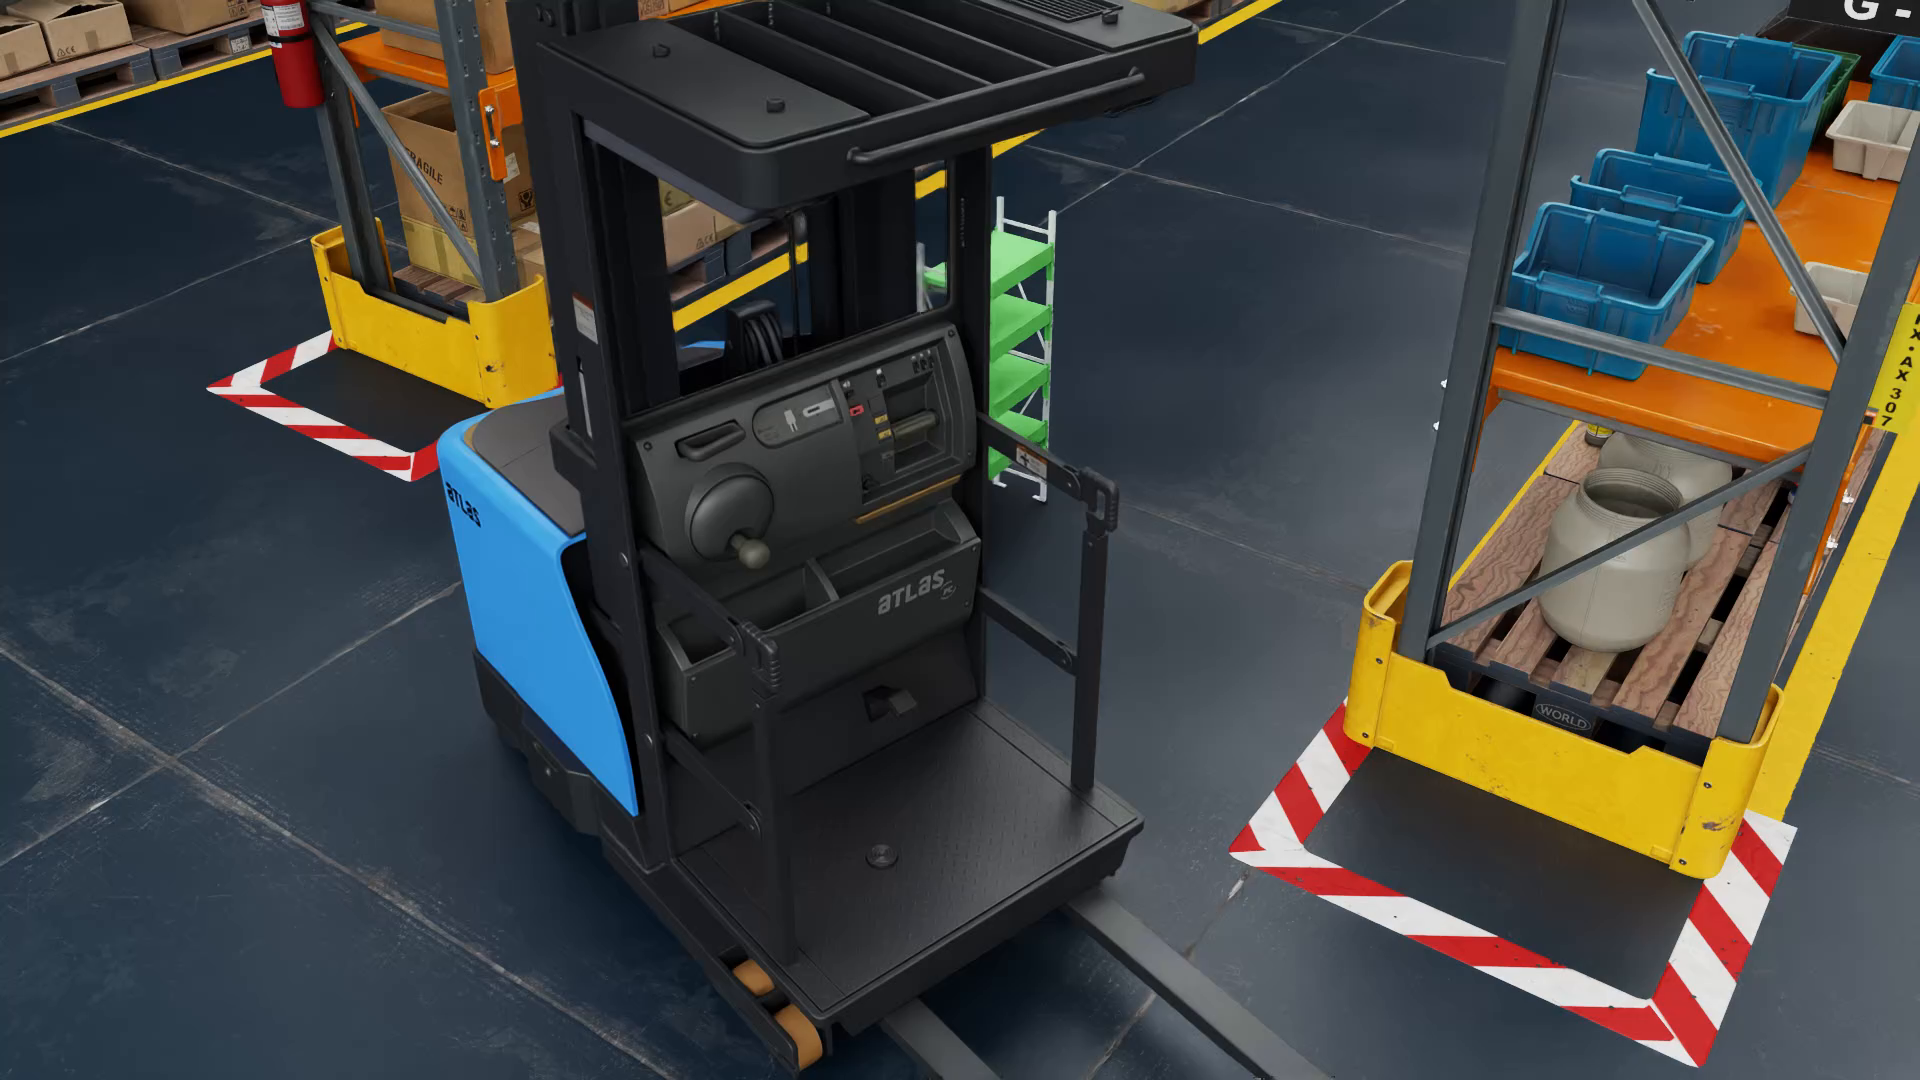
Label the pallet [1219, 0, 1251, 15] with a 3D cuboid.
[{"bbox_3d":[1.772,-4.209,12.285,1.003,0.211,1.213,21,39,28],"label":"pallet"}]

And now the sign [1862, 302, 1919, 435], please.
[{"bbox_3d":[2.229,-0.402,3.919,0.100,0.325,0.005,21,39,28],"label":"sign"}]

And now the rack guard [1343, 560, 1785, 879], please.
[{"bbox_3d":[1.784,0.521,5.034,1.175,0.500,0.348,21,39,28],"label":"rack guard"}]

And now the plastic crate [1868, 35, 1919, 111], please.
[{"bbox_3d":[3.652,-1.648,6.142,0.499,0.251,0.616,21,39,28],"label":"plastic crate"}]

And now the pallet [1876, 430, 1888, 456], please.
[{"bbox_3d":[3.643,-0.855,7.325,1.003,0.211,1.213,21,39,28],"label":"pallet"}]

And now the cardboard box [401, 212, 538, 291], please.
[{"bbox_3d":[-2.225,-1.425,7.759,0.500,0.250,0.500,21,39,28],"label":"cardboard box"}]

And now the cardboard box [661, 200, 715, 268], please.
[{"bbox_3d":[-1.517,-1.491,7.856,0.500,0.250,0.500,21,39,28],"label":"cardboard box"}]

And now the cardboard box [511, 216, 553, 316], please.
[{"bbox_3d":[-1.799,-1.259,7.514,0.500,0.250,0.500,21,39,28],"label":"cardboard box"}]

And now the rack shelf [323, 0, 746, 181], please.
[{"bbox_3d":[-1.147,-2.671,8.164,1.077,0.370,4.000,21,39,28],"label":"rack shelf"}]

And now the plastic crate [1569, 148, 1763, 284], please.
[{"bbox_3d":[2.194,-1.026,5.222,0.499,0.251,0.408,21,39,28],"label":"plastic crate"}]

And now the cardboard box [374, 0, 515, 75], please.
[{"bbox_3d":[-2.011,-2.301,6.885,0.700,0.500,0.500,21,39,28],"label":"cardboard box"}]

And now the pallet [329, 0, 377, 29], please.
[{"bbox_3d":[-4.433,-3.994,11.968,1.003,0.211,1.213,21,39,28],"label":"pallet"}]

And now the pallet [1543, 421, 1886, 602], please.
[{"bbox_3d":[2.948,-0.291,6.492,1.003,0.211,1.213,21,39,28],"label":"pallet"}]

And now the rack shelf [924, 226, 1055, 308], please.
[{"bbox_3d":[0.094,-0.918,5.793,0.258,0.148,0.480,21,39,28],"label":"rack shelf"}]

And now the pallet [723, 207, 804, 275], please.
[{"bbox_3d":[-1.190,-1.818,8.750,1.003,0.211,1.213,21,39,28],"label":"pallet"}]

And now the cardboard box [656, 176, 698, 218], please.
[{"bbox_3d":[-1.516,-1.801,7.645,0.500,0.500,0.500,21,39,28],"label":"cardboard box"}]

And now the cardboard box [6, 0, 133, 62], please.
[{"bbox_3d":[-5.566,-3.250,10.385,0.500,0.311,0.500,25,41,32],"label":"cardboard box"}]

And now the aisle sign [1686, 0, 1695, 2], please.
[{"bbox_3d":[1.494,-1.603,3.623,0.394,0.787,0.004,21,39,28],"label":"aisle sign"}]

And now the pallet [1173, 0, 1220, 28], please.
[{"bbox_3d":[1.076,-3.650,11.458,1.003,0.211,1.213,21,39,28],"label":"pallet"}]

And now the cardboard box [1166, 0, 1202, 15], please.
[{"bbox_3d":[1.303,-3.739,11.181,0.500,0.250,0.500,22,40,29],"label":"cardboard box"}]

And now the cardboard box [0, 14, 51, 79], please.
[{"bbox_3d":[-5.891,-2.987,9.997,0.500,0.311,0.500,17,37,23],"label":"cardboard box"}]

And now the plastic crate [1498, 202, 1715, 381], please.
[{"bbox_3d":[1.819,-0.729,4.783,0.499,0.251,0.616,21,39,28],"label":"plastic crate"}]

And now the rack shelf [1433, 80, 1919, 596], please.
[{"bbox_3d":[2.920,-1.087,5.822,1.077,0.370,4.000,21,39,28],"label":"rack shelf"}]

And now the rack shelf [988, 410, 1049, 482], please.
[{"bbox_3d":[0.094,-0.321,6.197,0.258,0.148,0.480,21,39,28],"label":"rack shelf"}]

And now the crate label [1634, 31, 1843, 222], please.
[{"bbox_3d":[2.607,-1.413,5.630,0.502,0.435,0.616,21,39,28],"label":"crate label"}]

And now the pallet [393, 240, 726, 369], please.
[{"bbox_3d":[-1.886,-1.259,7.923,1.003,0.211,1.213,21,39,28],"label":"pallet"}]

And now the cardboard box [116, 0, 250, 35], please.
[{"bbox_3d":[-5.107,-3.650,10.808,0.700,0.500,0.500,19,38,25],"label":"cardboard box"}]

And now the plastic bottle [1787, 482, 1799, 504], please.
[{"bbox_3d":[3.069,-0.252,5.987,0.097,0.271,0.097,0,34,0],"label":"plastic bottle"}]

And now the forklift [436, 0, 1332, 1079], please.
[{"bbox_3d":[-0.213,-0.179,3.898,1.130,2.935,3.031,-25,41,-32],"label":"forklift"}]

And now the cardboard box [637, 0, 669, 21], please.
[{"bbox_3d":[-1.716,-2.544,7.245,0.700,0.500,0.500,22,40,29],"label":"cardboard box"}]

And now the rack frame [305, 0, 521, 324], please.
[{"bbox_3d":[-2.288,-2.049,6.602,1.000,3.000,0.127,21,39,28],"label":"rack frame"}]

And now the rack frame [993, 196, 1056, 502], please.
[{"bbox_3d":[0.234,-0.685,6.193,0.240,1.200,0.015,21,39,28],"label":"rack frame"}]

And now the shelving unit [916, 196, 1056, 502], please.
[{"bbox_3d":[0.094,-0.573,6.027,0.258,1.200,0.503,21,39,28],"label":"shelving unit"}]

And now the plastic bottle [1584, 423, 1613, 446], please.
[{"bbox_3d":[2.466,-0.473,6.377,0.097,0.201,0.097,0,34,0],"label":"plastic bottle"}]

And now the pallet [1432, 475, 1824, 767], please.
[{"bbox_3d":[2.252,0.268,5.665,1.003,0.211,1.213,21,39,28],"label":"pallet"}]

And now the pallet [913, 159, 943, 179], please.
[{"bbox_3d":[-0.495,-2.382,9.583,1.003,0.211,1.213,21,39,28],"label":"pallet"}]

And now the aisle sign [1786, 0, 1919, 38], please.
[{"bbox_3d":[1.979,-1.415,3.344,0.394,0.787,0.004,21,39,28],"label":"aisle sign"}]

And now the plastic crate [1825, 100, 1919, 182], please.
[{"bbox_3d":[3.342,-1.368,5.831,0.530,0.136,0.437,21,39,28],"label":"plastic crate"}]

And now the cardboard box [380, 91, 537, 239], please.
[{"bbox_3d":[-2.227,-1.736,7.550,0.500,0.500,0.500,21,39,28],"label":"cardboard box"}]

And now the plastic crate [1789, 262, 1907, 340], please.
[{"bbox_3d":[2.554,-0.665,4.790,0.298,0.136,0.250,21,39,28],"label":"plastic crate"}]

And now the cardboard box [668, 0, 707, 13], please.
[{"bbox_3d":[-1.428,-2.771,7.580,0.700,0.500,0.500,22,40,28],"label":"cardboard box"}]

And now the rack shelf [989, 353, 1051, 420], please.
[{"bbox_3d":[0.094,-0.520,6.062,0.258,0.148,0.480,21,39,28],"label":"rack shelf"}]

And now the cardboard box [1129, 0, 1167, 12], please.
[{"bbox_3d":[1.012,-3.505,10.835,0.500,0.250,0.500,20,39,27],"label":"cardboard box"}]

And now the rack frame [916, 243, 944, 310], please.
[{"bbox_3d":[-0.045,-0.461,5.860,0.240,1.200,0.015,21,39,28],"label":"rack frame"}]

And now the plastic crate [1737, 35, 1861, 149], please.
[{"bbox_3d":[3.054,-1.683,6.251,0.450,0.188,0.662,21,39,28],"label":"plastic crate"}]

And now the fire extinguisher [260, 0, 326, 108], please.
[{"bbox_3d":[-2.737,-2.111,6.762,0.296,0.674,0.183,21,39,28],"label":"fire extinguisher"}]

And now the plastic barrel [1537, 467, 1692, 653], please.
[{"bbox_3d":[2.092,0.065,5.323,0.421,0.512,0.421,0,34,0],"label":"plastic barrel"}]

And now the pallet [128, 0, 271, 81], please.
[{"bbox_3d":[-5.128,-3.431,11.135,1.003,0.211,1.213,21,39,28],"label":"pallet"}]

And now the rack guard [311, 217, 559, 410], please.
[{"bbox_3d":[-2.302,-1.002,7.286,1.175,0.500,0.348,21,39,28],"label":"rack guard"}]

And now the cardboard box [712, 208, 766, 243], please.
[{"bbox_3d":[-1.232,-1.721,8.196,0.500,0.250,0.500,21,39,28],"label":"cardboard box"}]

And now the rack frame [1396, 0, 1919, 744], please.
[{"bbox_3d":[1.779,-0.465,4.260,1.000,3.000,0.127,21,39,28],"label":"rack frame"}]

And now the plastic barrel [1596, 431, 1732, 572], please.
[{"bbox_3d":[2.378,-0.166,5.664,0.421,0.512,0.421,0,34,0],"label":"plastic barrel"}]

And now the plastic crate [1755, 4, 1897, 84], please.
[{"bbox_3d":[3.657,-2.080,6.703,0.767,0.338,0.504,21,39,28],"label":"plastic crate"}]

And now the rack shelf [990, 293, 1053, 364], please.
[{"bbox_3d":[0.094,-0.719,5.928,0.258,0.148,0.480,21,39,28],"label":"rack shelf"}]

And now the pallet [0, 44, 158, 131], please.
[{"bbox_3d":[-5.824,-2.872,10.308,1.003,0.211,1.213,21,39,28],"label":"pallet"}]
